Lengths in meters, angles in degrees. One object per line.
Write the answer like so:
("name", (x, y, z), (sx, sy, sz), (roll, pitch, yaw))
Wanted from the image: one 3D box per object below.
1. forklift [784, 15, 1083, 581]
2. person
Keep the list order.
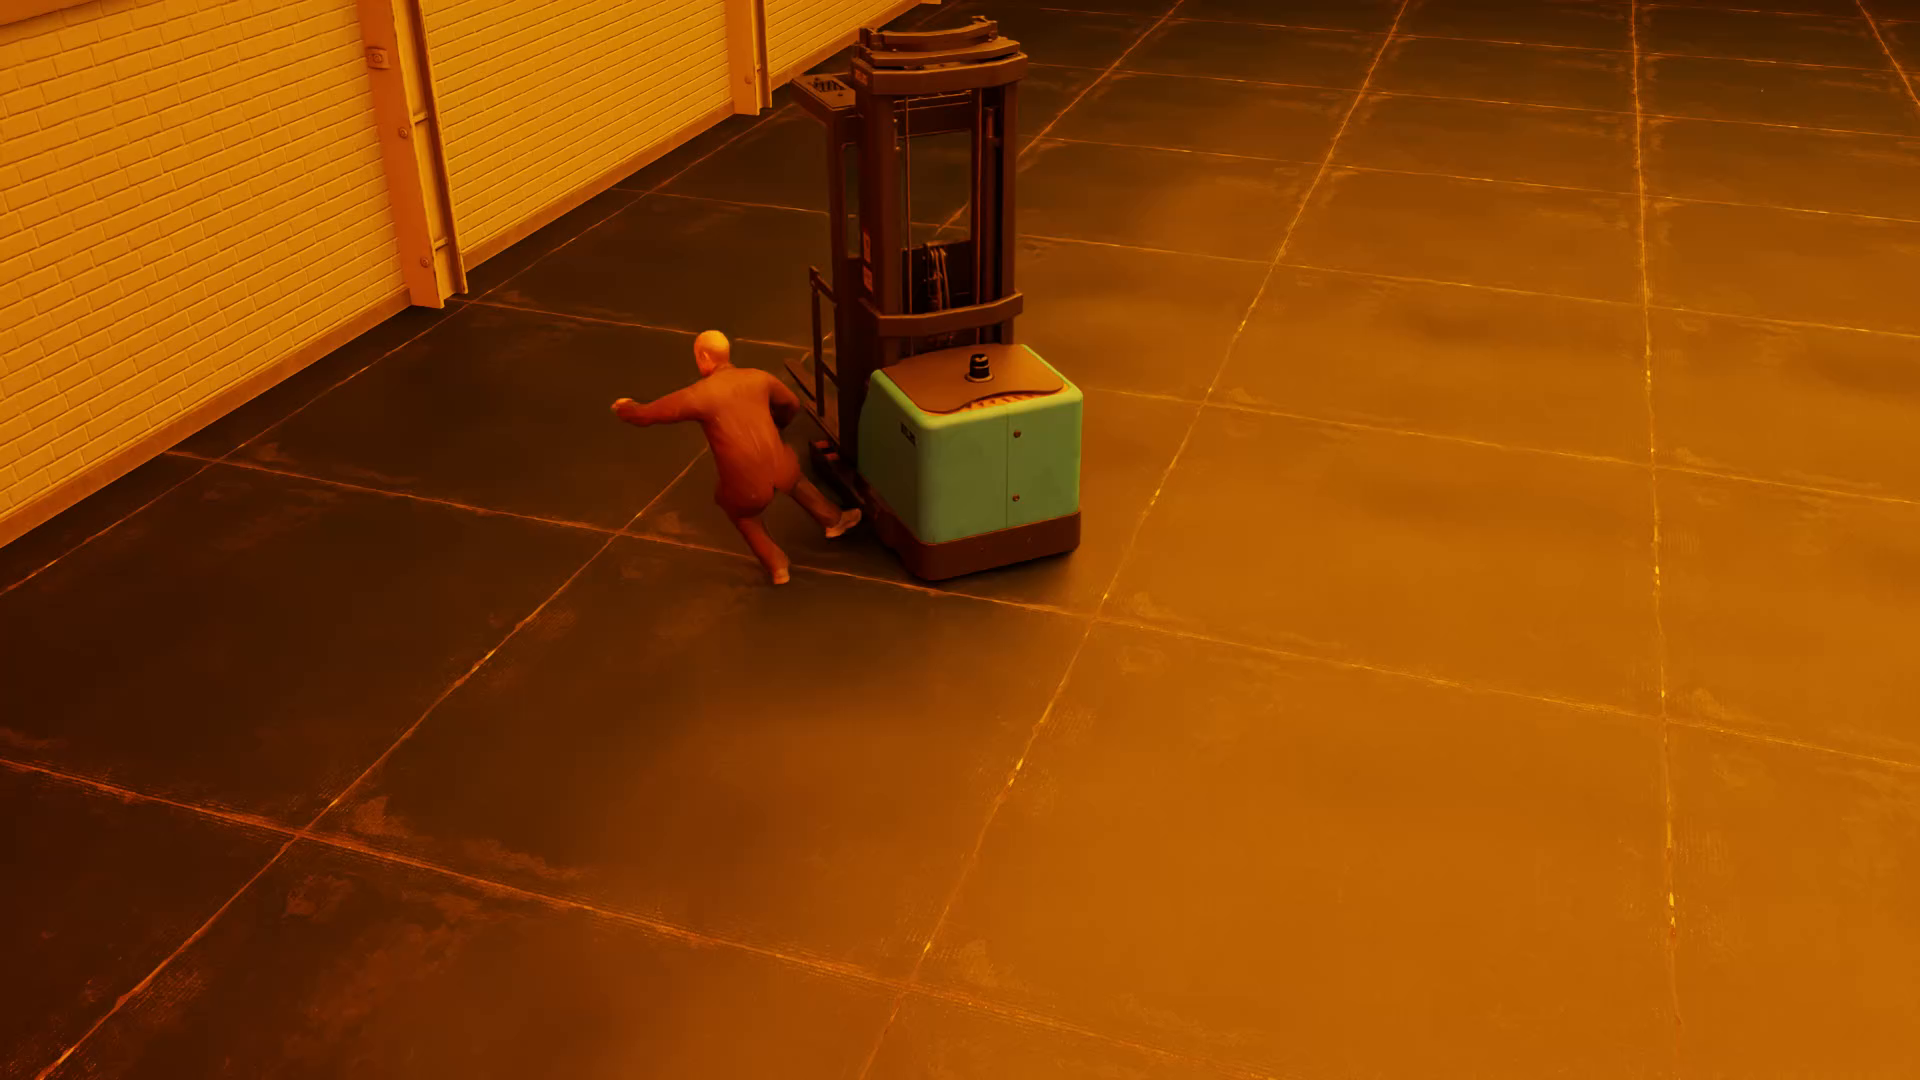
("forklift", (-0.342, -1.751, 10.208), (1.130, 2.935, 3.031), (-12, 32, -21))
("person", (-1.210, -0.544, 9.539), (1.348, 1.521, 0.927), (-21, 36, -33))
